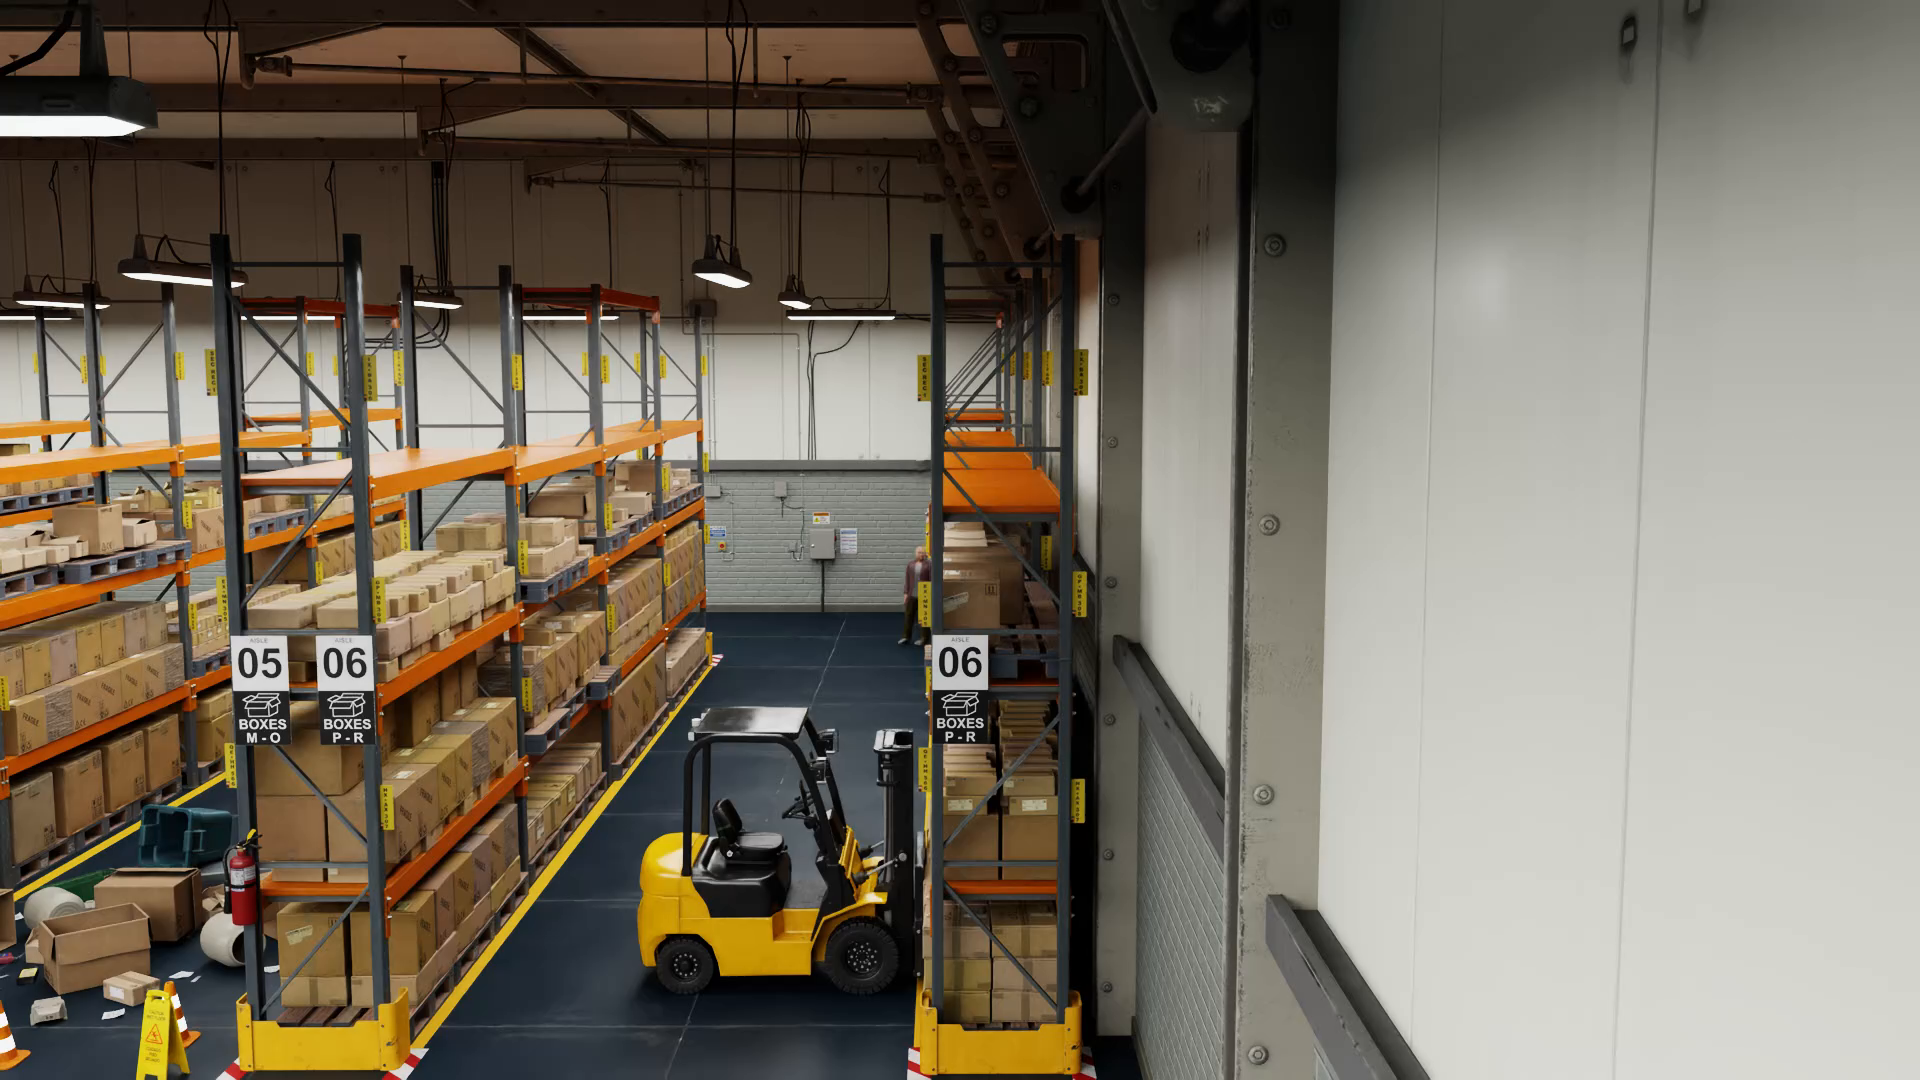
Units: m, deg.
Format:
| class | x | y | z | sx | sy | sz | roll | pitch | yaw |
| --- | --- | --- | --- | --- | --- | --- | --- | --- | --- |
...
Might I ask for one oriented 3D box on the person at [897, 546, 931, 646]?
| class | x | y | z | sx | sy | sz | roll | pitch | yaw |
| --- | --- | --- | --- | --- | --- | --- | --- | --- | --- |
| person | -0.751 | 1.006 | 29.711 | 0.650 | 1.775 | 0.542 | 4 | 8 | 33 |
